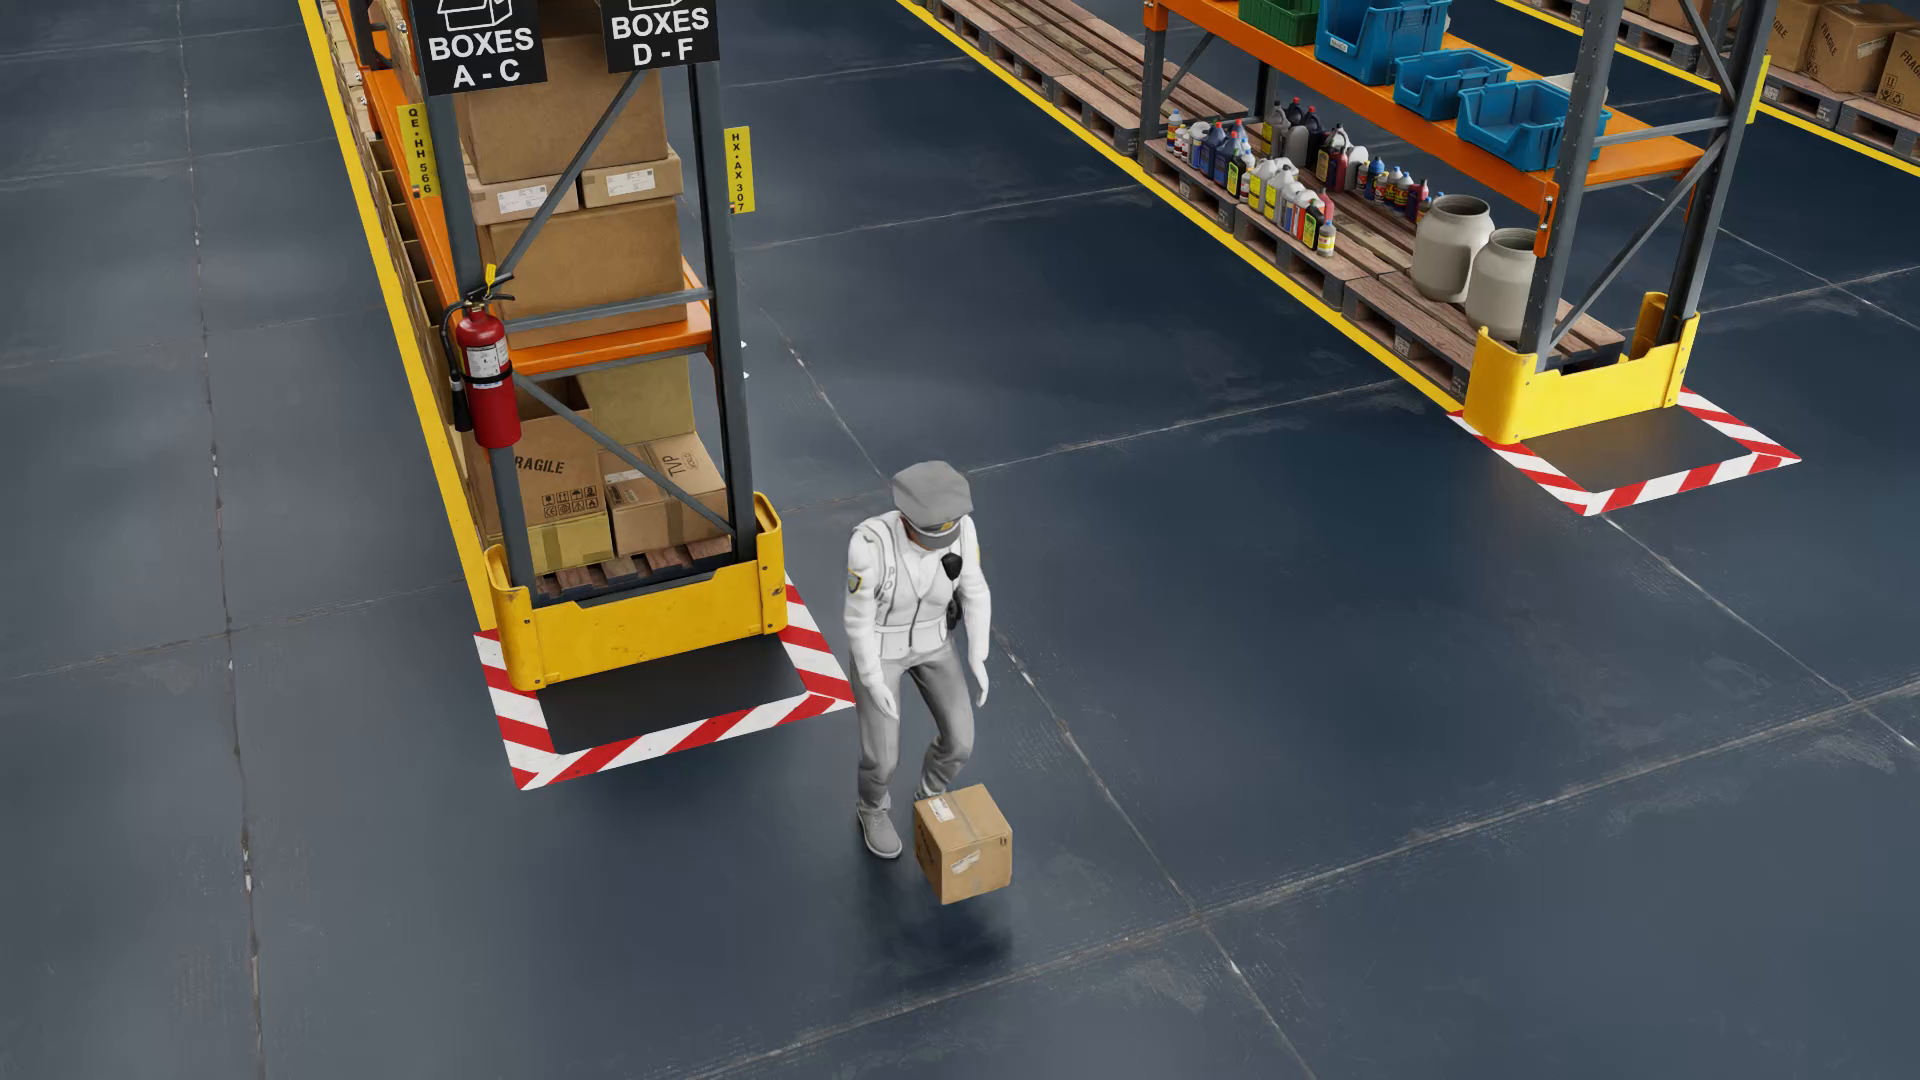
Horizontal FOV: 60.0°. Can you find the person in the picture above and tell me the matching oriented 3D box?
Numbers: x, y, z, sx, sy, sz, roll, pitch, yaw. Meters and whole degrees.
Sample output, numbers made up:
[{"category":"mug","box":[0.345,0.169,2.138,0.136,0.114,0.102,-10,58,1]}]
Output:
[{"category":"person","box":[-0.140,0.400,5.632,0.516,1.576,0.526,-12,36,-18]}]
